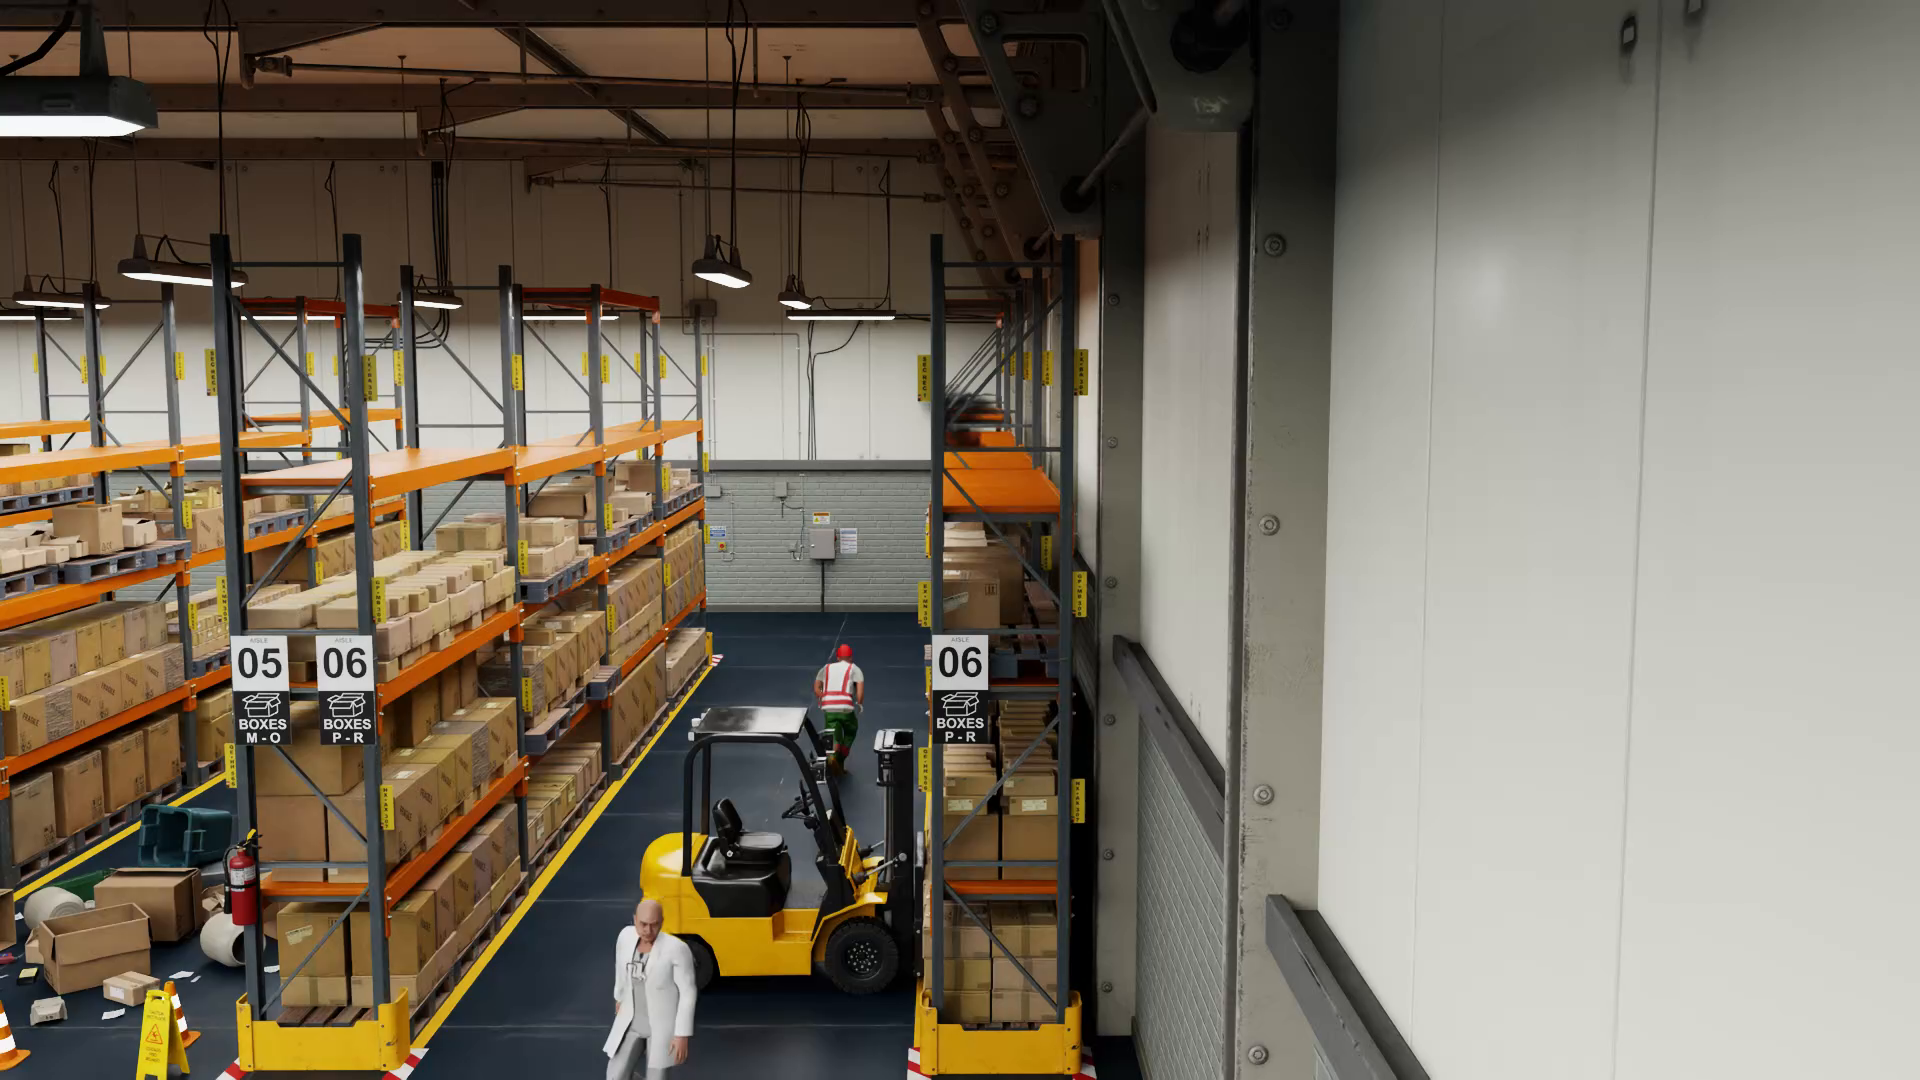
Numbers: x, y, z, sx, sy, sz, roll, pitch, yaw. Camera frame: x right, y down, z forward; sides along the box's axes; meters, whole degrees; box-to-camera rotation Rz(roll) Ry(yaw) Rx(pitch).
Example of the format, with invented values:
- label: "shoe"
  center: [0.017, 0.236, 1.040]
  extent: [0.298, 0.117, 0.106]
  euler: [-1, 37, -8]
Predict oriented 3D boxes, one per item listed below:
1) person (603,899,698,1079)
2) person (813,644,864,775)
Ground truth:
- label: "person"
  center: [-2.001, 3.121, 10.781]
  extent: [0.739, 1.746, 0.570]
  euler: [2, 7, 16]
- label: "person"
  center: [-1.515, 2.135, 20.437]
  extent: [0.659, 1.591, 1.087]
  euler: [1, 6, 10]
